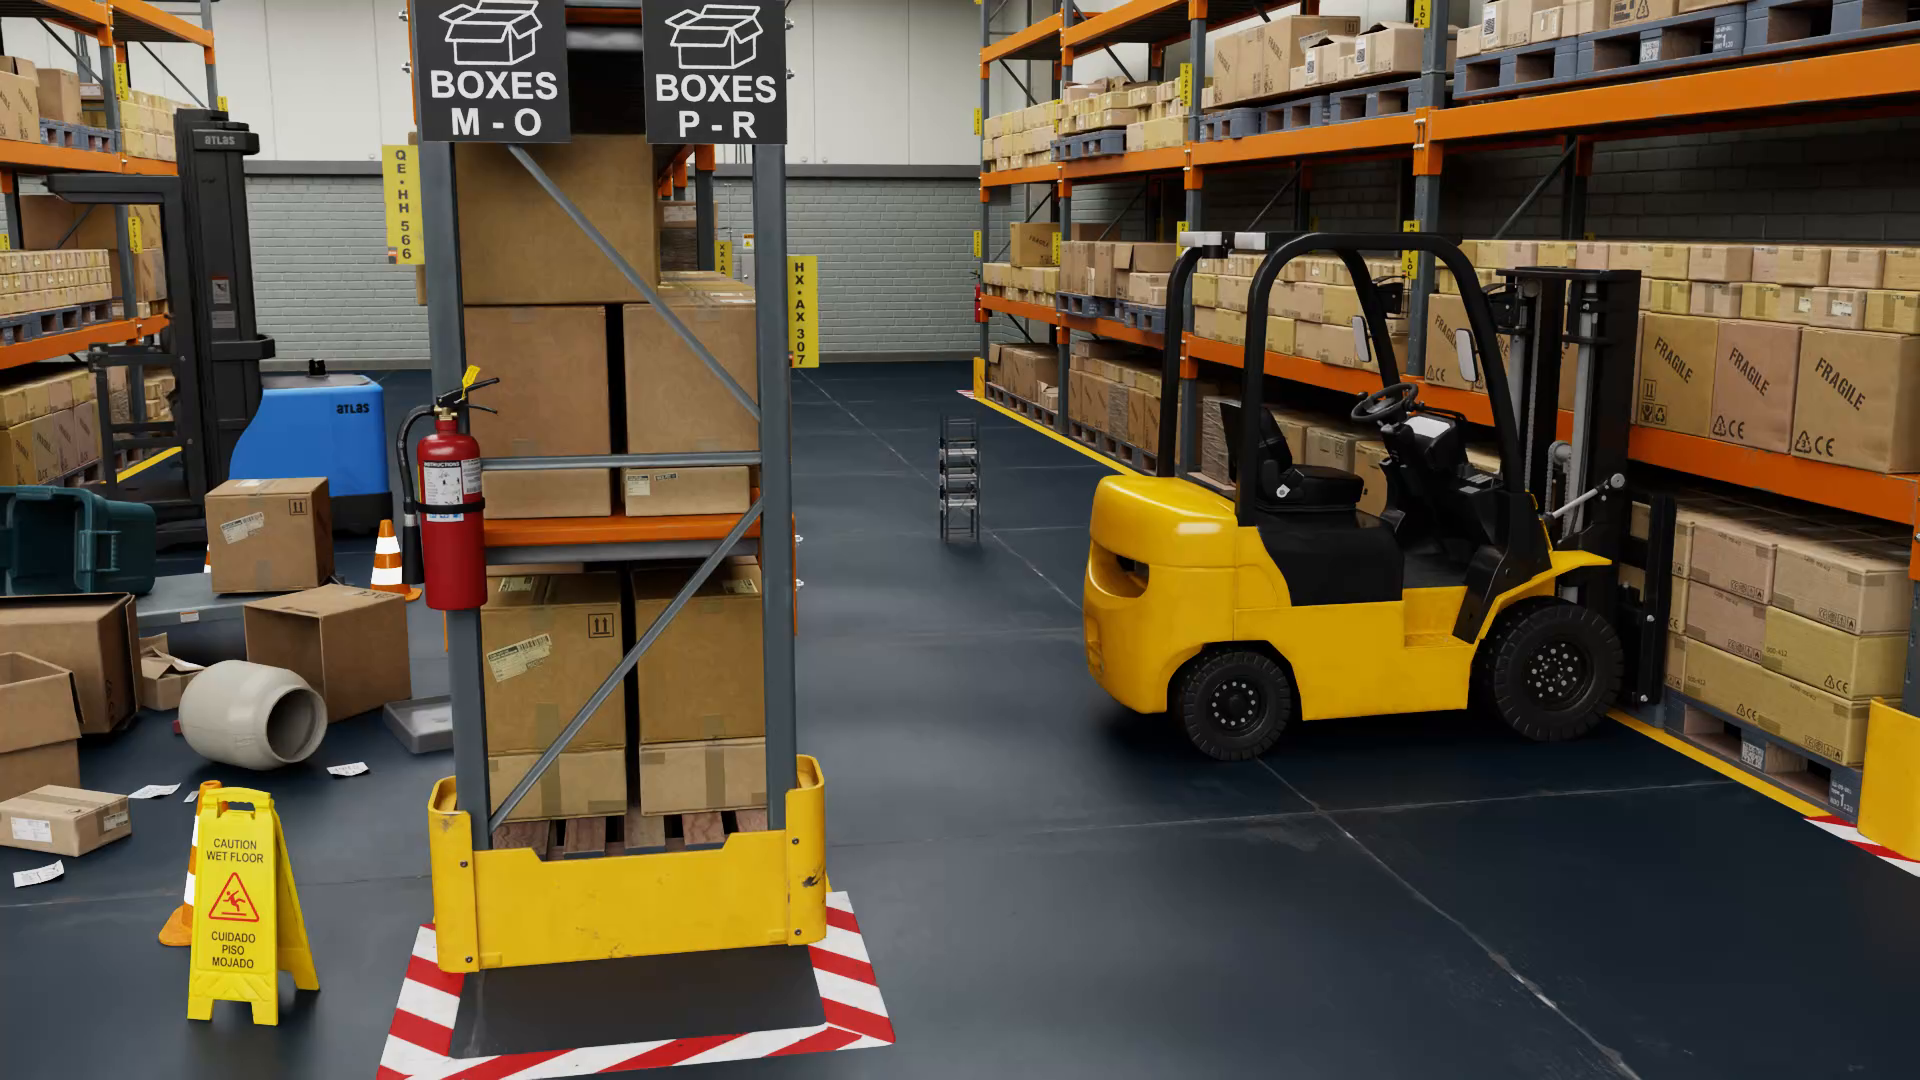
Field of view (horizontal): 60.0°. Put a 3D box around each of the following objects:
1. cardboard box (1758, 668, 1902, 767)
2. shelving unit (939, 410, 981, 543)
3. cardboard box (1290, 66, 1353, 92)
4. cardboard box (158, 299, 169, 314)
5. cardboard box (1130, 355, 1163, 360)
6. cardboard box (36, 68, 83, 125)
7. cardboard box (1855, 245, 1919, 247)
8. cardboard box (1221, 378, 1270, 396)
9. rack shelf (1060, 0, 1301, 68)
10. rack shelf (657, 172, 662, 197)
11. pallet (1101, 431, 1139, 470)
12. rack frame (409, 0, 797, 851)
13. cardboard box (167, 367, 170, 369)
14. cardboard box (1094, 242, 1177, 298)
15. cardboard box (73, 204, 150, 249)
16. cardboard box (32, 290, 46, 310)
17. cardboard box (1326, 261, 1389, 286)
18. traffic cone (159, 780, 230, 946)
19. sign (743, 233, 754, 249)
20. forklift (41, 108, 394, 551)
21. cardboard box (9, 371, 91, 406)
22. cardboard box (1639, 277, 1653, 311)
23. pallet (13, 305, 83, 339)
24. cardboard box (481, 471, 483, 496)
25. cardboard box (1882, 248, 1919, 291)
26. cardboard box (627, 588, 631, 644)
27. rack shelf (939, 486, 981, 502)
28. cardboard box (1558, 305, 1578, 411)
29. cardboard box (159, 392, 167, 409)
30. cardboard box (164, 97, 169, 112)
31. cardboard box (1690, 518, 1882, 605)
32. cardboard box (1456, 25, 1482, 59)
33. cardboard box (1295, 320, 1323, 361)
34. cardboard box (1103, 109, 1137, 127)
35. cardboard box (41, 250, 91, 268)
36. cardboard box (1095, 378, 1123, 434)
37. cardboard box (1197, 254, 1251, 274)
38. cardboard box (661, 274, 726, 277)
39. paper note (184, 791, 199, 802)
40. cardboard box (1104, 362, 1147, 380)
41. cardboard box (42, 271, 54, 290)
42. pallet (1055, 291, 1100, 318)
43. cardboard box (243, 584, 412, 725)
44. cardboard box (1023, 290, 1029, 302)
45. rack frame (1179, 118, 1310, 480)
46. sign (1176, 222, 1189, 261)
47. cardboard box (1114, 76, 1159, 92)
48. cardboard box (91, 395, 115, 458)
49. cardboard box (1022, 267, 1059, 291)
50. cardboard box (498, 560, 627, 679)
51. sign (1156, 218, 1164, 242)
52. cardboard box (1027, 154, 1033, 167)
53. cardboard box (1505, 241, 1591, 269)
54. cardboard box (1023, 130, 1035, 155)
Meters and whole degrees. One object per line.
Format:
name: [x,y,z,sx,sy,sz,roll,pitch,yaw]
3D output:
cardboard box: [3.468,0.665,6.414,0.500,0.250,0.500,-2,11,-11]
shelving unit: [-0.002,-0.444,11.620,0.258,0.900,0.210,-2,11,-11]
cardboard box: [2.430,-3.077,11.097,0.380,0.149,0.250,-2,11,-12]
cardboard box: [-8.161,-2.357,16.731,0.380,0.149,0.250,-2,11,-10]
cardboard box: [1.946,-1.798,16.948,0.380,0.149,0.250,-2,11,-11]
cardboard box: [-8.203,-3.882,14.656,0.700,0.500,0.500,-2,11,-11]
cardboard box: [3.897,-1.132,6.822,0.380,0.149,0.250,-2,11,-11]
cardboard box: [2.493,-1.326,14.469,0.380,0.149,0.250,-2,11,-9]
rack shelf: [1.925,-4.637,14.983,1.077,0.370,4.000,-2,11,-11]
rack shelf: [-3.722,-3.912,18.129,1.077,0.370,4.000,-2,11,-11]
pallet: [1.972,-0.864,15.673,1.003,0.211,1.213,-2,11,-11]
rack frame: [-0.999,-0.224,4.851,1.000,3.000,0.127,-2,11,-11]
cardboard box: [-8.439,-1.829,18.196,0.380,0.149,0.250,-3,11,-13]
cardboard box: [1.664,-2.526,15.554,0.700,0.500,0.500,-2,11,-11]
cardboard box: [-8.017,-3.004,15.722,0.500,0.500,0.500,-2,11,-10]
cardboard box: [-7.539,-1.908,13.248,0.380,0.149,0.250,-2,11,-10]
cardboard box: [2.562,-1.698,10.594,0.380,0.149,0.250,-2,11,-13]
traffic cone: [-2.348,0.990,5.256,0.336,0.463,0.334,-2,11,-11]
sign: [-3.236,-4.683,26.071,0.339,0.242,0.001,-2,11,-11]
forklift: [-5.608,-1.431,11.375,3.031,2.935,1.130,-5,12,-26]
cardboard box: [-7.572,-1.255,13.822,0.500,0.250,0.500,-3,11,-14]
cardboard box: [3.294,-1.110,7.503,0.380,0.149,0.250,-2,11,-11]
pallet: [-7.816,-1.760,13.435,1.003,0.211,1.213,-2,11,-11]
cardboard box: [-1.439,-0.204,5.417,0.380,0.149,0.250,-2,11,-12]
cardboard box: [3.593,-0.977,6.010,0.380,0.149,0.250,-2,11,-11]
cardboard box: [-1.812,0.402,7.791,0.500,0.250,0.500,-1,11,-8]
rack shelf: [-0.002,-0.322,11.643,0.258,0.077,0.200,-2,11,-11]
cardboard box: [3.139,-0.909,8.184,0.500,0.500,0.500,-2,11,-12]
cardboard box: [-8.195,-1.393,16.697,0.380,0.149,0.250,-3,11,-14]
cardboard box: [-8.260,-4.420,16.873,0.380,0.149,0.250,-2,11,-13]
cardboard box: [3.369,0.081,6.803,0.500,0.250,0.500,-2,11,-10]
cardboard box: [2.881,-2.651,8.862,0.380,0.149,0.250,-2,11,-10]
cardboard box: [2.567,-1.332,11.075,0.500,0.250,0.500,-2,11,-11]
cardboard box: [1.528,-3.861,15.221,0.380,0.149,0.250,-2,11,-10]
cardboard box: [-7.797,-2.438,14.442,0.380,0.149,0.250,-2,11,-13]
cardboard box: [1.615,-1.299,16.059,0.500,0.500,0.500,-2,11,-13]
cardboard box: [2.087,-2.171,13.079,0.380,0.149,0.250,-2,11,-9]
cardboard box: [-1.339,-0.986,7.793,0.500,0.500,0.500,-2,11,-9]
paper note: [-2.977,0.994,6.448,0.032,0.001,0.123,-2,11,-11]
cardboard box: [1.614,-1.636,16.097,0.380,0.149,0.250,-2,11,-11]
cardboard box: [-7.596,-2.103,13.478,0.380,0.149,0.250,-2,11,-9]
pallet: [1.584,-2.361,16.594,1.003,0.211,1.213,-2,11,-11]
cardboard box: [-2.903,0.515,7.647,0.500,0.500,0.500,6,12,28]
cardboard box: [0.943,-2.816,19.139,0.380,0.149,0.250,-2,11,-11]
rack frame: [2.314,-1.873,13.512,1.000,3.000,0.127,-2,11,-11]
sign: [1.783,-2.381,13.299,0.100,0.325,0.005,-2,11,-11]
cardboard box: [1.746,-4.460,16.464,0.396,0.266,0.258,-2,11,-11]
cardboard box: [-7.678,-0.984,14.406,0.500,0.500,0.500,-2,11,-12]
cardboard box: [1.001,-2.946,18.760,0.500,0.250,0.500,-2,11,-11]
cardboard box: [-1.515,0.319,6.223,0.500,0.500,0.500,-2,11,-9]
sign: [2.079,-3.196,17.368,0.100,0.325,0.005,-2,11,-11]
cardboard box: [0.966,-4.247,18.639,0.380,0.149,0.250,-2,11,-10]
cardboard box: [3.010,-1.441,8.450,0.380,0.149,0.250,-2,11,-10]
cardboard box: [0.996,-4.421,18.484,0.500,0.250,0.500,-2,11,-10]
